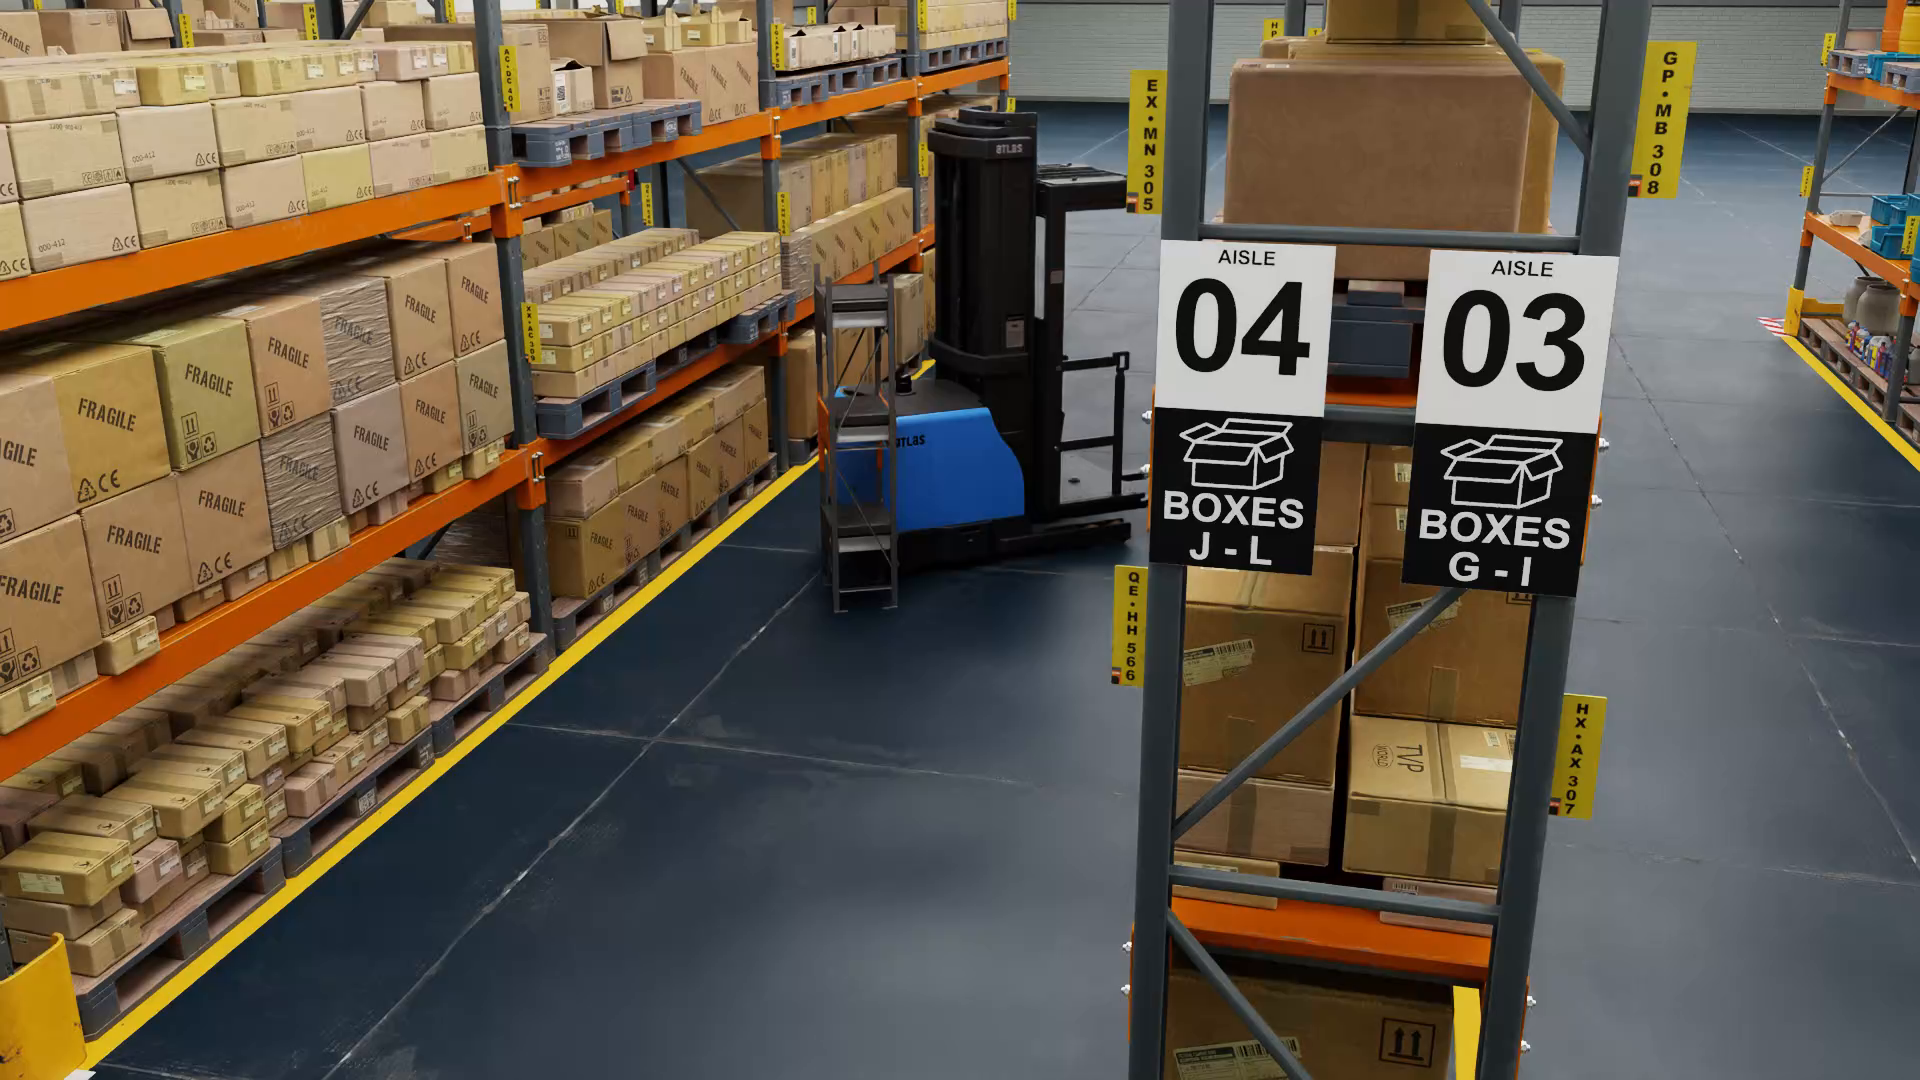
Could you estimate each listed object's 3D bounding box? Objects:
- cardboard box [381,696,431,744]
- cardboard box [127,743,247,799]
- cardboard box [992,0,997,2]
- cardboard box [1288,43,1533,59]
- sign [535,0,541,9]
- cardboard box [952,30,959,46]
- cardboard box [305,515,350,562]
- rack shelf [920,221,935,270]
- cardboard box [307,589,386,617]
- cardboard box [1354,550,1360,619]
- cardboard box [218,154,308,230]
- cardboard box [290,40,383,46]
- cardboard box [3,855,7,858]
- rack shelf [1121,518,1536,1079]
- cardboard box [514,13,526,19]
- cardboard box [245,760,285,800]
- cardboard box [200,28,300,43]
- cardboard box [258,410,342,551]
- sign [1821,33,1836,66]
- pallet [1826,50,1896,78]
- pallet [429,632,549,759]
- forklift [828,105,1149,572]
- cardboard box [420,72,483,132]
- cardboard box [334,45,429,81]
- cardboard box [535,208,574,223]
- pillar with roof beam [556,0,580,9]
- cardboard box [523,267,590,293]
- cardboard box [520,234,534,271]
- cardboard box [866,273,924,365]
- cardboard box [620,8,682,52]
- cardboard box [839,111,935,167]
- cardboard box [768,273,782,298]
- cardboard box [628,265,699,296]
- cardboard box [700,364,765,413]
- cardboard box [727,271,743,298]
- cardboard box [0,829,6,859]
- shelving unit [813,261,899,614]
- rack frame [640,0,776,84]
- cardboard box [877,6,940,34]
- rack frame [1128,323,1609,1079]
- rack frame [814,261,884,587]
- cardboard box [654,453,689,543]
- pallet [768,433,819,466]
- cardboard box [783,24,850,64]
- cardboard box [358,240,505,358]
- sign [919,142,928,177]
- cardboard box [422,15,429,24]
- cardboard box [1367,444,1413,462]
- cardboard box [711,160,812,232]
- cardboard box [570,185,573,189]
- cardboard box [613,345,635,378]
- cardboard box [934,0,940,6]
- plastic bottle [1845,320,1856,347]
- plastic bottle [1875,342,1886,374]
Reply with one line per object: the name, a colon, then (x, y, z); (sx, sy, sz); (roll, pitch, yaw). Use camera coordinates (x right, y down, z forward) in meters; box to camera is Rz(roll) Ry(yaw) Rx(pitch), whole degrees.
cardboard box: (-2.863, 0.876, 8.242); (0.380, 0.149, 0.250); (5, 19, 13)
cardboard box: (-3.248, 0.988, 6.995); (0.380, 0.149, 0.250); (4, 19, 11)
cardboard box: (0.209, -6.142, 18.740); (0.380, 0.149, 0.250); (5, 19, 14)
cardboard box: (1.372, -1.284, 5.206); (0.700, 0.500, 0.500); (3, 19, 10)
sign: (-5.264, -6.744, 20.800); (0.100, 0.325, 0.005); (5, 19, 13)
cardboard box: (-0.225, -5.209, 17.240); (0.380, 0.149, 0.250); (4, 19, 13)
cardboard box: (-3.000, -0.026, 7.510); (0.380, 0.149, 0.250); (5, 19, 14)
rack shelf: (-0.402, -3.542, 18.530); (1.077, 0.370, 4.000); (5, 19, 13)
cardboard box: (-3.269, 0.377, 8.783); (0.380, 0.149, 0.250); (4, 19, 13)
cardboard box: (1.711, 0.245, 6.100); (0.500, 0.250, 0.500); (4, 19, 12)
cardboard box: (-3.082, -1.451, 6.888); (0.500, 0.250, 0.500); (5, 19, 13)
cardboard box: (-3.151, -2.450, 8.420); (0.380, 0.149, 0.250); (4, 19, 12)
cardboard box: (-3.854, 1.250, 6.689); (0.380, 0.149, 0.250); (4, 19, 12)
rack shelf: (1.451, 0.643, 6.279); (1.077, 0.370, 4.000); (5, 19, 13)
cardboard box: (-5.056, -5.778, 18.478); (0.380, 0.149, 0.250); (4, 19, 13)
cardboard box: (-3.209, 1.044, 7.292); (0.380, 0.149, 0.250); (4, 19, 11)
cardboard box: (-6.347, -4.310, 14.864); (0.797, 0.503, 0.637); (5, 19, 13)
cardboard box: (-3.088, -0.284, 7.263); (0.500, 0.500, 0.500); (4, 19, 12)
sign: (9.142, -5.163, 17.509); (0.100, 0.325, 0.005); (5, 19, 13)
pallet: (9.378, -4.773, 16.673); (1.003, 0.211, 1.213); (5, 19, 13)
pallet: (-2.975, 0.785, 9.063); (1.003, 0.211, 1.213); (5, 19, 13)
forklift: (0.639, -1.475, 11.471); (3.031, 2.935, 1.130); (-8, 21, -23)
cardboard box: (-2.711, -2.168, 8.213); (0.500, 0.250, 0.500); (4, 19, 11)
cardboard box: (-2.730, -2.239, 7.802); (0.380, 0.149, 0.250); (5, 19, 13)
cardboard box: (-4.836, -3.875, 19.832); (0.380, 0.149, 0.250); (6, 20, 16)
pillar with roof beam: (-3.490, -11.372, 31.061); (9.100, 9.000, 0.400); (5, 19, 13)
cardboard box: (-2.617, -1.659, 10.723); (0.380, 0.149, 0.250); (4, 19, 11)
cardboard box: (-5.190, -3.200, 18.858); (0.500, 0.500, 0.500); (5, 20, 16)
cardboard box: (-0.955, -2.188, 16.284); (1.050, 0.750, 0.750); (5, 19, 13)
cardboard box: (-2.009, -3.279, 10.667); (0.396, 0.266, 0.258); (5, 19, 13)
cardboard box: (-0.745, -4.132, 17.242); (0.875, 0.550, 0.550); (5, 19, 13)
cardboard box: (-1.542, -1.891, 12.321); (0.380, 0.149, 0.250); (5, 19, 14)
cardboard box: (-1.925, -1.687, 10.804); (0.380, 0.149, 0.250); (5, 20, 15)
cardboard box: (-1.780, -1.137, 12.434); (0.500, 0.250, 0.500); (4, 19, 12)
cardboard box: (-1.734, -1.787, 11.557); (0.380, 0.149, 0.250); (5, 19, 14)
cardboard box: (-3.939, 1.189, 6.408); (0.380, 0.149, 0.250); (5, 19, 14)
shelving unit: (-0.641, -0.629, 10.279); (0.431, 2.100, 0.503); (-4, 19, -12)
rack frame: (-1.868, -4.841, 11.938); (1.000, 3.000, 0.127); (5, 19, 13)
cardboard box: (-0.499, -5.122, 16.370); (0.500, 0.250, 0.500); (5, 19, 14)
rack frame: (0.963, 0.929, 4.327); (1.000, 3.000, 0.127); (5, 19, 13)
rack frame: (-0.694, -0.706, 10.504); (0.400, 2.100, 0.015); (-4, 19, -12)
cardboard box: (-2.165, -0.306, 11.160); (0.500, 0.500, 0.500); (5, 19, 14)
pallet: (-1.602, -0.923, 14.064); (1.003, 0.211, 1.213); (5, 19, 13)
cardboard box: (-1.230, -4.153, 13.898); (0.500, 0.311, 0.500); (4, 19, 12)
cardboard box: (-2.698, -1.241, 8.517); (0.500, 0.500, 0.500); (4, 19, 11)
sign: (-0.362, -3.726, 16.287); (0.100, 0.325, 0.005); (5, 19, 13)
cardboard box: (-5.860, -5.497, 17.655); (0.380, 0.149, 0.250); (4, 19, 12)
cardboard box: (1.961, -0.427, 6.910); (0.500, 0.500, 0.500); (5, 19, 14)
cardboard box: (-1.626, -2.821, 13.604); (0.700, 0.500, 0.500); (4, 19, 13)
cardboard box: (-4.892, -4.296, 20.014); (0.380, 0.149, 0.250); (5, 19, 14)
cardboard box: (-2.176, -1.080, 9.949); (0.380, 0.149, 0.250); (5, 19, 14)
cardboard box: (-0.410, -5.347, 16.411); (0.380, 0.149, 0.250); (4, 19, 13)
plastic bottle: (8.930, -2.068, 16.642); (0.097, 0.271, 0.097); (0, 19, 0)
plastic bottle: (8.622, -1.703, 15.554); (0.061, 0.283, 0.133); (6, 20, 17)
